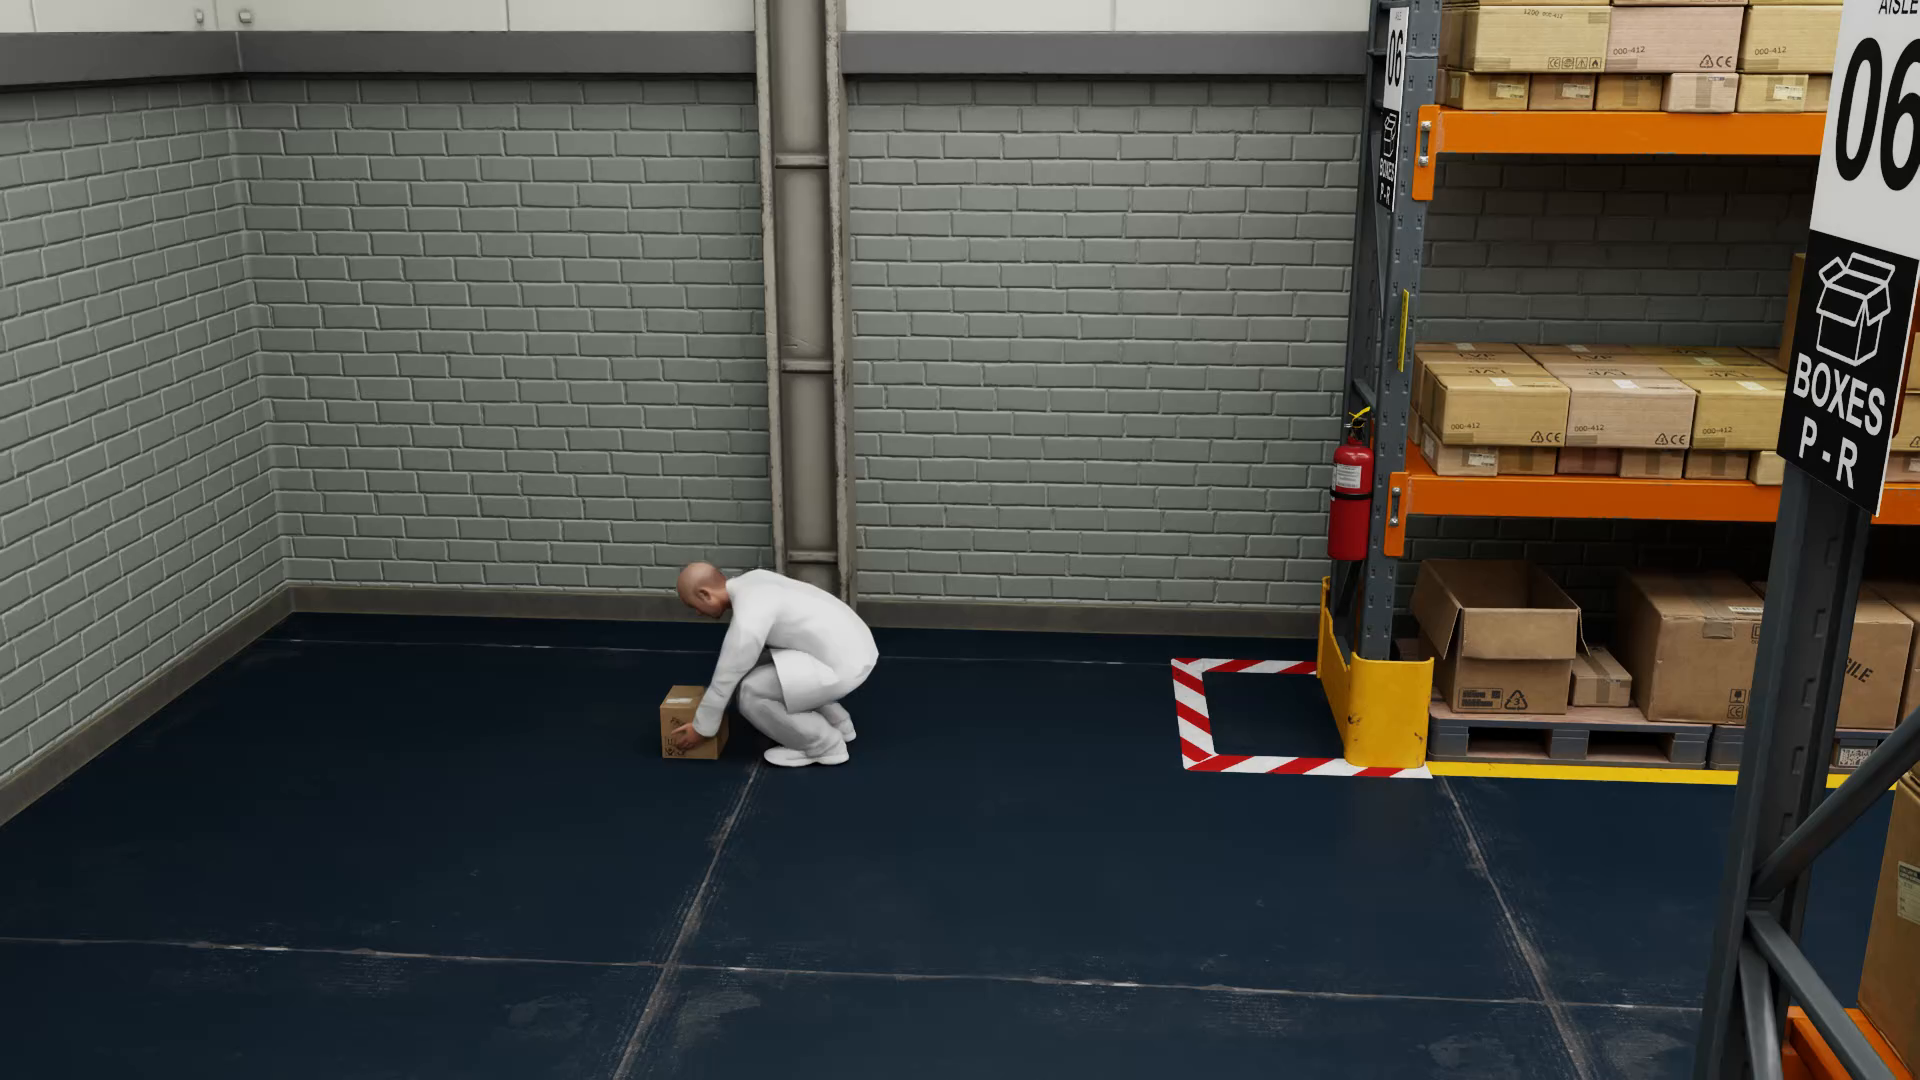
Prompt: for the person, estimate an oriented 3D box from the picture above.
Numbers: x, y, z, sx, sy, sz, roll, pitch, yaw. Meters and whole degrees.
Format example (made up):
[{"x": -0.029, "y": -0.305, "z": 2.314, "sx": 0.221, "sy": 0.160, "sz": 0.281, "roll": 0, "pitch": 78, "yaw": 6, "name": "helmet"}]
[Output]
[{"x": -0.890, "y": 0.366, "z": 7.342, "sx": 0.929, "sy": 1.219, "sz": 0.559, "roll": 1, "pitch": 17, "yaw": 2, "name": "person"}]
